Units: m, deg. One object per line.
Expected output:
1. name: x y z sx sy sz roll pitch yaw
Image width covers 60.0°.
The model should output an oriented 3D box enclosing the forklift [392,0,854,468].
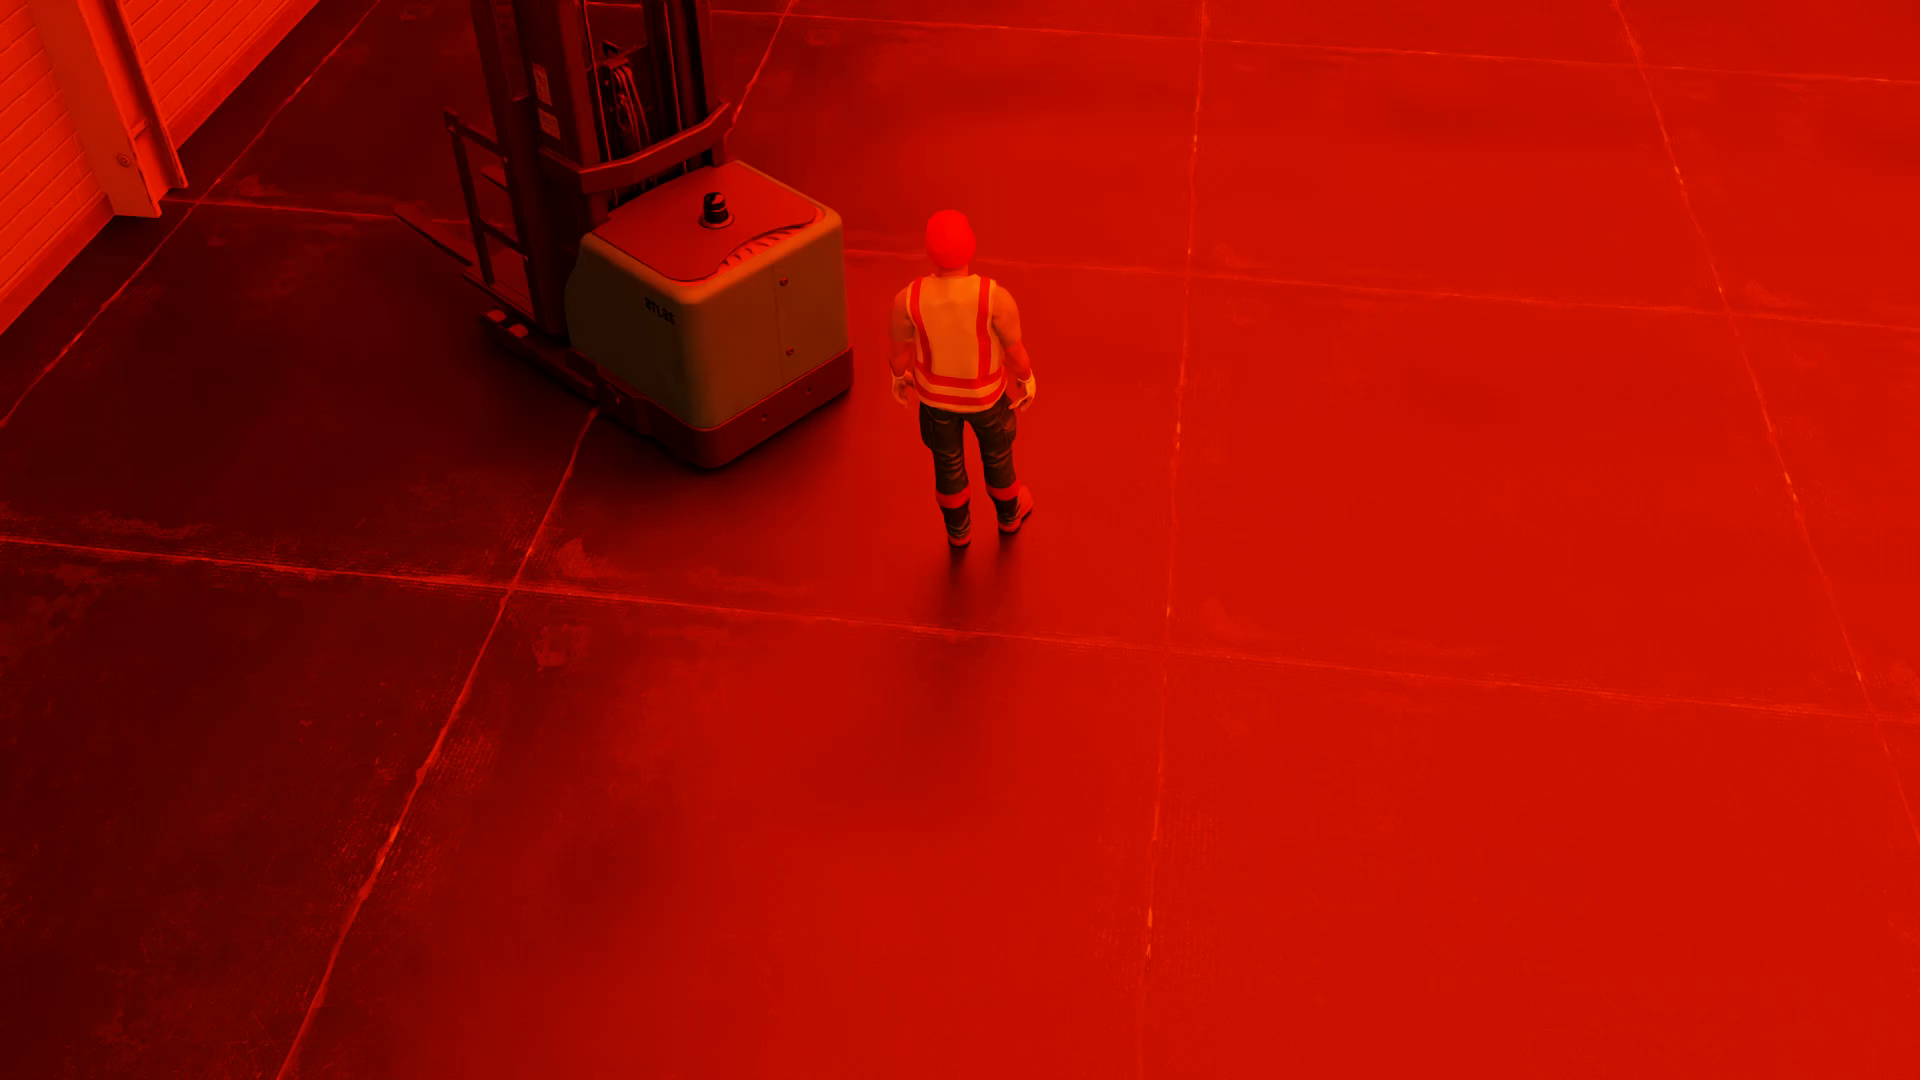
1. forklift: -1.972 -2.307 8.236 3.031 2.935 1.130 32 52 30

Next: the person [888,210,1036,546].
1. person: 0.022 -0.718 7.339 0.638 1.790 0.561 5 43 6
